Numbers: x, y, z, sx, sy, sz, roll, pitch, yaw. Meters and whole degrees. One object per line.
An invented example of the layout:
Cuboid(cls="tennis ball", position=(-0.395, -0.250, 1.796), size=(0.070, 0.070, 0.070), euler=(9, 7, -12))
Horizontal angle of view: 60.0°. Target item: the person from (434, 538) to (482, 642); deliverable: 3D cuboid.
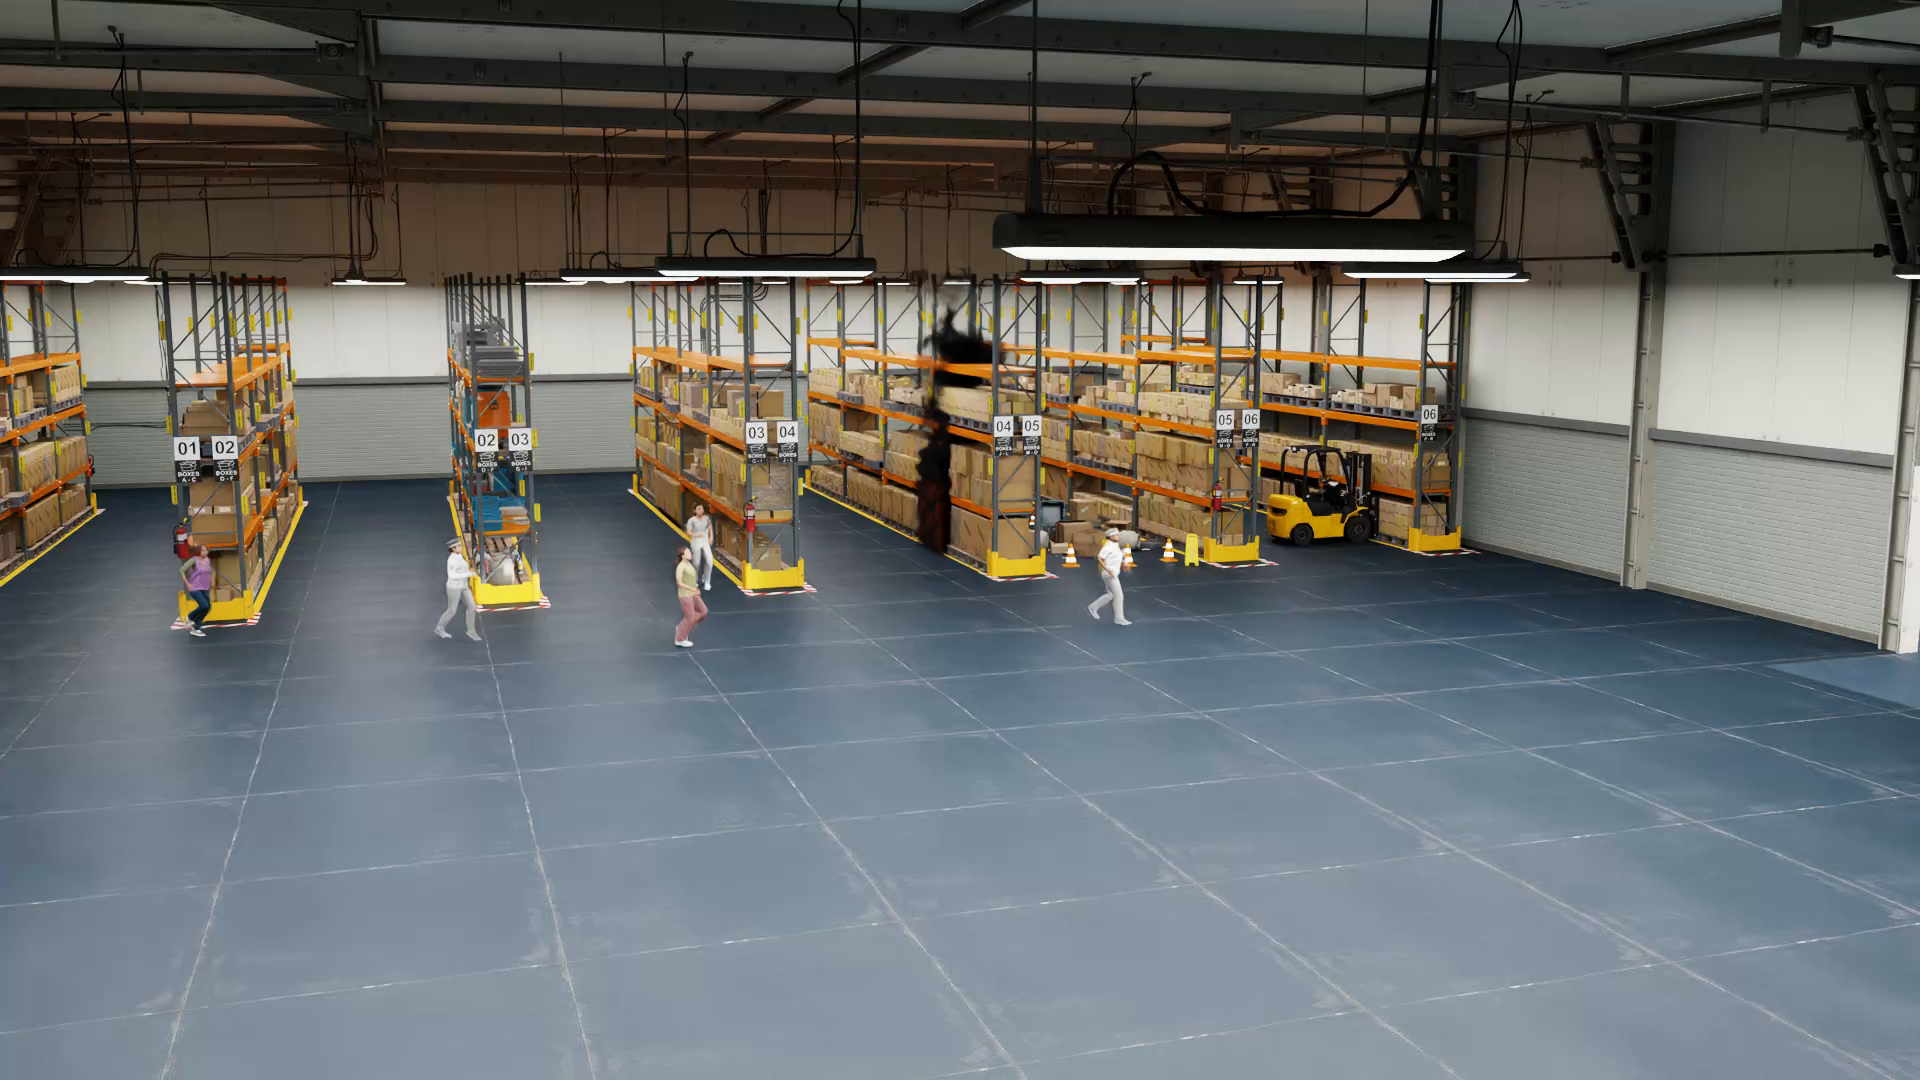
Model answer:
Cuboid(cls="person", position=(-8.210, 0.821, 27.077), size=(0.777, 1.753, 0.598), euler=(1, 9, 9))

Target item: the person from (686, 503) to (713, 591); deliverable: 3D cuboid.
Cuboid(cls="person", position=(-4.950, 0.181, 31.761), size=(0.589, 1.612, 0.706), euler=(-5, 10, -31))

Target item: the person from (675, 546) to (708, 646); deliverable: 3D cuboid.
Cuboid(cls="person", position=(-4.357, 0.897, 26.769), size=(0.528, 1.628, 0.590), euler=(1, 9, 9))

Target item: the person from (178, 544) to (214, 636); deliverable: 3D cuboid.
Cuboid(cls="person", position=(-12.602, 0.829, 27.569), size=(0.512, 1.557, 0.565), euler=(3, 9, 22))

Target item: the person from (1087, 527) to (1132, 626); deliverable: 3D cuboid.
Cuboid(cls="person", position=(2.571, 0.603, 28.484), size=(0.788, 1.689, 0.597), euler=(3, 9, 18))
